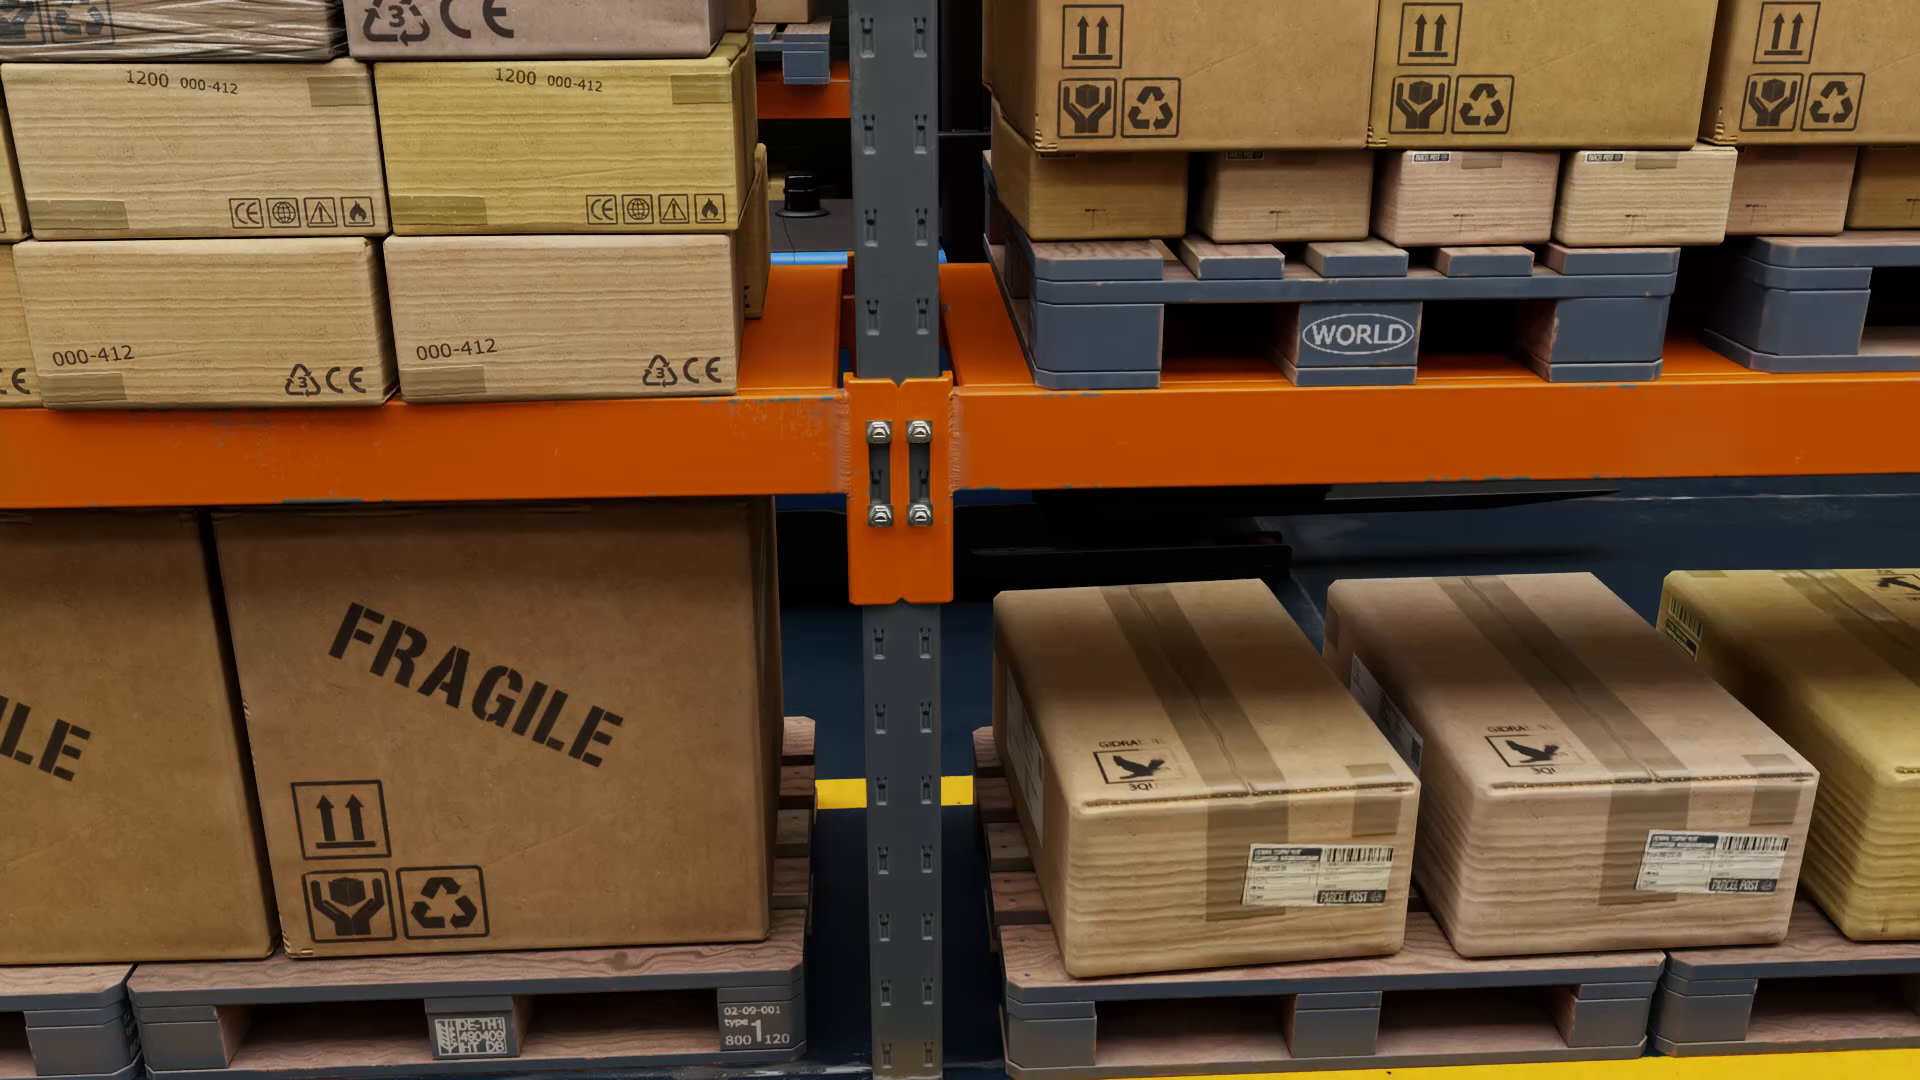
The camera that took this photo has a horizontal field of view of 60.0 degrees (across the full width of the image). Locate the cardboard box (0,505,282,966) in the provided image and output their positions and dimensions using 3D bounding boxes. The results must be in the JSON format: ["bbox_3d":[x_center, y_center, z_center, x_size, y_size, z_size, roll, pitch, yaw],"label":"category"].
[{"bbox_3d":[-1.708,0.209,3.251,0.875,0.875,0.875,-1,21,-2],"label":"cardboard box"}]

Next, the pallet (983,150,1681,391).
[{"bbox_3d":[0.582,-0.551,3.122,1.003,0.211,1.213,-1,21,-3],"label":"pallet"}]

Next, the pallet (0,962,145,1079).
[{"bbox_3d":[-2.130,0.728,3.413,1.213,0.211,1.003,-1,21,-3],"label":"pallet"}]

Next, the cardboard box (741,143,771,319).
[{"bbox_3d":[-0.626,-0.598,3.186,0.500,0.250,0.500,-2,21,-4],"label":"cardboard box"}]

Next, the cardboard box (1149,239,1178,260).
[{"bbox_3d":[0.865,-1.462,7.992,0.625,0.625,0.875,0,21,-1],"label":"cardboard box"}]

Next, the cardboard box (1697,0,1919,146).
[{"bbox_3d":[1.389,-0.924,2.682,0.500,0.500,0.500,-1,21,-2],"label":"cardboard box"}]

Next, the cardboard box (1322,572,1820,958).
[{"bbox_3d":[1.178,0.418,3.411,0.625,0.372,0.950,-2,21,-4],"label":"cardboard box"}]

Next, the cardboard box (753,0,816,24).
[{"bbox_3d":[-0.933,-2.640,7.608,0.500,0.500,0.500,0,21,-1],"label":"cardboard box"}]

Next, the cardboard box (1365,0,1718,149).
[{"bbox_3d":[0.859,-0.910,2.648,0.500,0.500,0.500,0,21,0],"label":"cardboard box"}]

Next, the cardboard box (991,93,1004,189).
[{"bbox_3d":[0.191,-0.757,3.158,0.250,0.149,0.380,0,21,-1],"label":"cardboard box"}]

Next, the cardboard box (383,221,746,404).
[{"bbox_3d":[-0.613,-0.416,2.708,0.500,0.250,0.500,-2,21,-5],"label":"cardboard box"}]

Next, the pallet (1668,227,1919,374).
[{"bbox_3d":[1.851,-0.554,3.129,1.213,0.211,1.003,-1,21,-3],"label":"pallet"}]

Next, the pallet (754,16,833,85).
[{"bbox_3d":[-1.083,-2.223,7.514,1.003,0.211,1.213,-1,21,-3],"label":"pallet"}]

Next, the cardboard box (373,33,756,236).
[{"bbox_3d":[-0.592,-0.652,2.626,0.500,0.250,0.500,-1,21,-3],"label":"cardboard box"}]

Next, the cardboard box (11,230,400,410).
[{"bbox_3d":[-1.122,-0.400,2.666,0.500,0.250,0.500,-1,21,-2],"label":"cardboard box"}]

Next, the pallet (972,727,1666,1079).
[{"bbox_3d":[0.657,0.699,3.487,1.213,0.211,1.003,-1,21,-3],"label":"pallet"}]

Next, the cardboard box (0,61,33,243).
[{"bbox_3d":[-1.614,-0.622,2.548,0.500,0.250,0.500,-2,21,-4],"label":"cardboard box"}]

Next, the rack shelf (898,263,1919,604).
[{"bbox_3d":[1.874,-0.293,3.185,4.000,0.370,1.077,-1,21,-3],"label":"rack shelf"}]

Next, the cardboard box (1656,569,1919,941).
[{"bbox_3d":[1.935,0.404,3.446,0.625,0.372,0.950,0,21,-1],"label":"cardboard box"}]

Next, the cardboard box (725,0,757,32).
[{"bbox_3d":[-0.629,-1.179,2.957,0.500,0.500,0.500,-2,21,-5],"label":"cardboard box"}]

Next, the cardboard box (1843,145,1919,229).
[{"bbox_3d":[1.564,-0.641,2.852,0.250,0.149,0.380,0,21,-1],"label":"cardboard box"}]

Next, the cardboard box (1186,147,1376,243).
[{"bbox_3d":[0.496,-0.602,2.748,0.250,0.149,0.380,-2,21,-6],"label":"cardboard box"}]

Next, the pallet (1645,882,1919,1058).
[{"bbox_3d":[1.872,0.676,3.549,1.213,0.211,1.003,-1,21,-3],"label":"pallet"}]

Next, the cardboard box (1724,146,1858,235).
[{"bbox_3d":[1.284,-0.622,2.801,0.250,0.149,0.380,0,21,0],"label":"cardboard box"}]

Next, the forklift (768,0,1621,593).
[{"bbox_3d":[0.620,-1.391,5.156,3.031,2.935,1.130,-2,21,-5],"label":"forklift"}]

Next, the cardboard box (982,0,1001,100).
[{"bbox_3d":[0.315,-1.078,3.089,0.500,0.500,0.500,-2,21,-5],"label":"cardboard box"}]

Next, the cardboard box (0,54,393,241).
[{"bbox_3d":[-1.104,-0.640,2.595,0.500,0.250,0.500,-2,21,-4],"label":"cardboard box"}]

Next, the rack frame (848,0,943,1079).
[{"bbox_3d":[-0.123,-0.588,2.951,0.127,3.000,1.000,-1,21,-3],"label":"rack frame"}]

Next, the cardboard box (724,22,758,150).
[{"bbox_3d":[-0.643,-0.829,3.092,0.500,0.250,0.500,-1,21,-3],"label":"cardboard box"}]

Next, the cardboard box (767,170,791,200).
[{"bbox_3d":[-0.889,-1.583,7.574,0.250,0.149,0.380,-2,21,-6],"label":"cardboard box"}]

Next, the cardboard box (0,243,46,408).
[{"bbox_3d":[-1.626,-0.395,2.654,0.500,0.250,0.500,-1,21,-4],"label":"cardboard box"}]

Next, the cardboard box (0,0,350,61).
[{"bbox_3d":[-1.136,-0.986,2.448,0.500,0.500,0.500,-1,21,-2],"label":"cardboard box"}]

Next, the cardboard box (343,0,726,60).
[{"bbox_3d":[-0.624,-0.999,2.483,0.500,0.500,0.500,-2,21,-5],"label":"cardboard box"}]

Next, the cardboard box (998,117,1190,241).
[{"bbox_3d":[0.212,-0.608,2.765,0.250,0.149,0.380,-2,21,-6],"label":"cardboard box"}]

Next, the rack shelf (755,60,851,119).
[{"bbox_3d":[-2.407,-1.975,7.603,4.000,0.370,1.077,-1,21,-3],"label":"rack shelf"}]

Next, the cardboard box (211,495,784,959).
[{"bbox_3d":[-0.817,0.193,3.295,0.875,0.875,0.875,-1,21,-4],"label":"cardboard box"}]

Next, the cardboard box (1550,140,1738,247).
[{"bbox_3d":[1.048,-0.589,2.715,0.250,0.149,0.380,-1,21,-3],"label":"cardboard box"}]

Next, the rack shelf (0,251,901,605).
[{"bbox_3d":[-2.120,-0.212,2.972,4.000,0.370,1.077,-1,21,-3],"label":"rack shelf"}]

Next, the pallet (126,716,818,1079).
[{"bbox_3d":[-0.914,0.704,3.475,1.213,0.211,1.003,-1,21,-3],"label":"pallet"}]

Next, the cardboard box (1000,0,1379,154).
[{"bbox_3d":[0.339,-0.897,2.613,0.500,0.500,0.500,-2,21,-5],"label":"cardboard box"}]

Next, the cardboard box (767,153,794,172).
[{"bbox_3d":[-0.949,-1.783,8.099,0.250,0.149,0.380,0,21,0],"label":"cardboard box"}]

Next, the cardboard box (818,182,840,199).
[{"bbox_3d":[-0.847,-1.471,8.191,0.500,0.500,0.500,0,21,-1],"label":"cardboard box"}]

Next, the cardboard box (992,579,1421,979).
[{"bbox_3d":[0.442,0.435,3.364,0.625,0.372,0.950,-3,21,-7],"label":"cardboard box"}]

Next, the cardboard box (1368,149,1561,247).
[{"bbox_3d":[0.772,-0.591,2.720,0.250,0.149,0.380,-3,21,-7],"label":"cardboard box"}]
